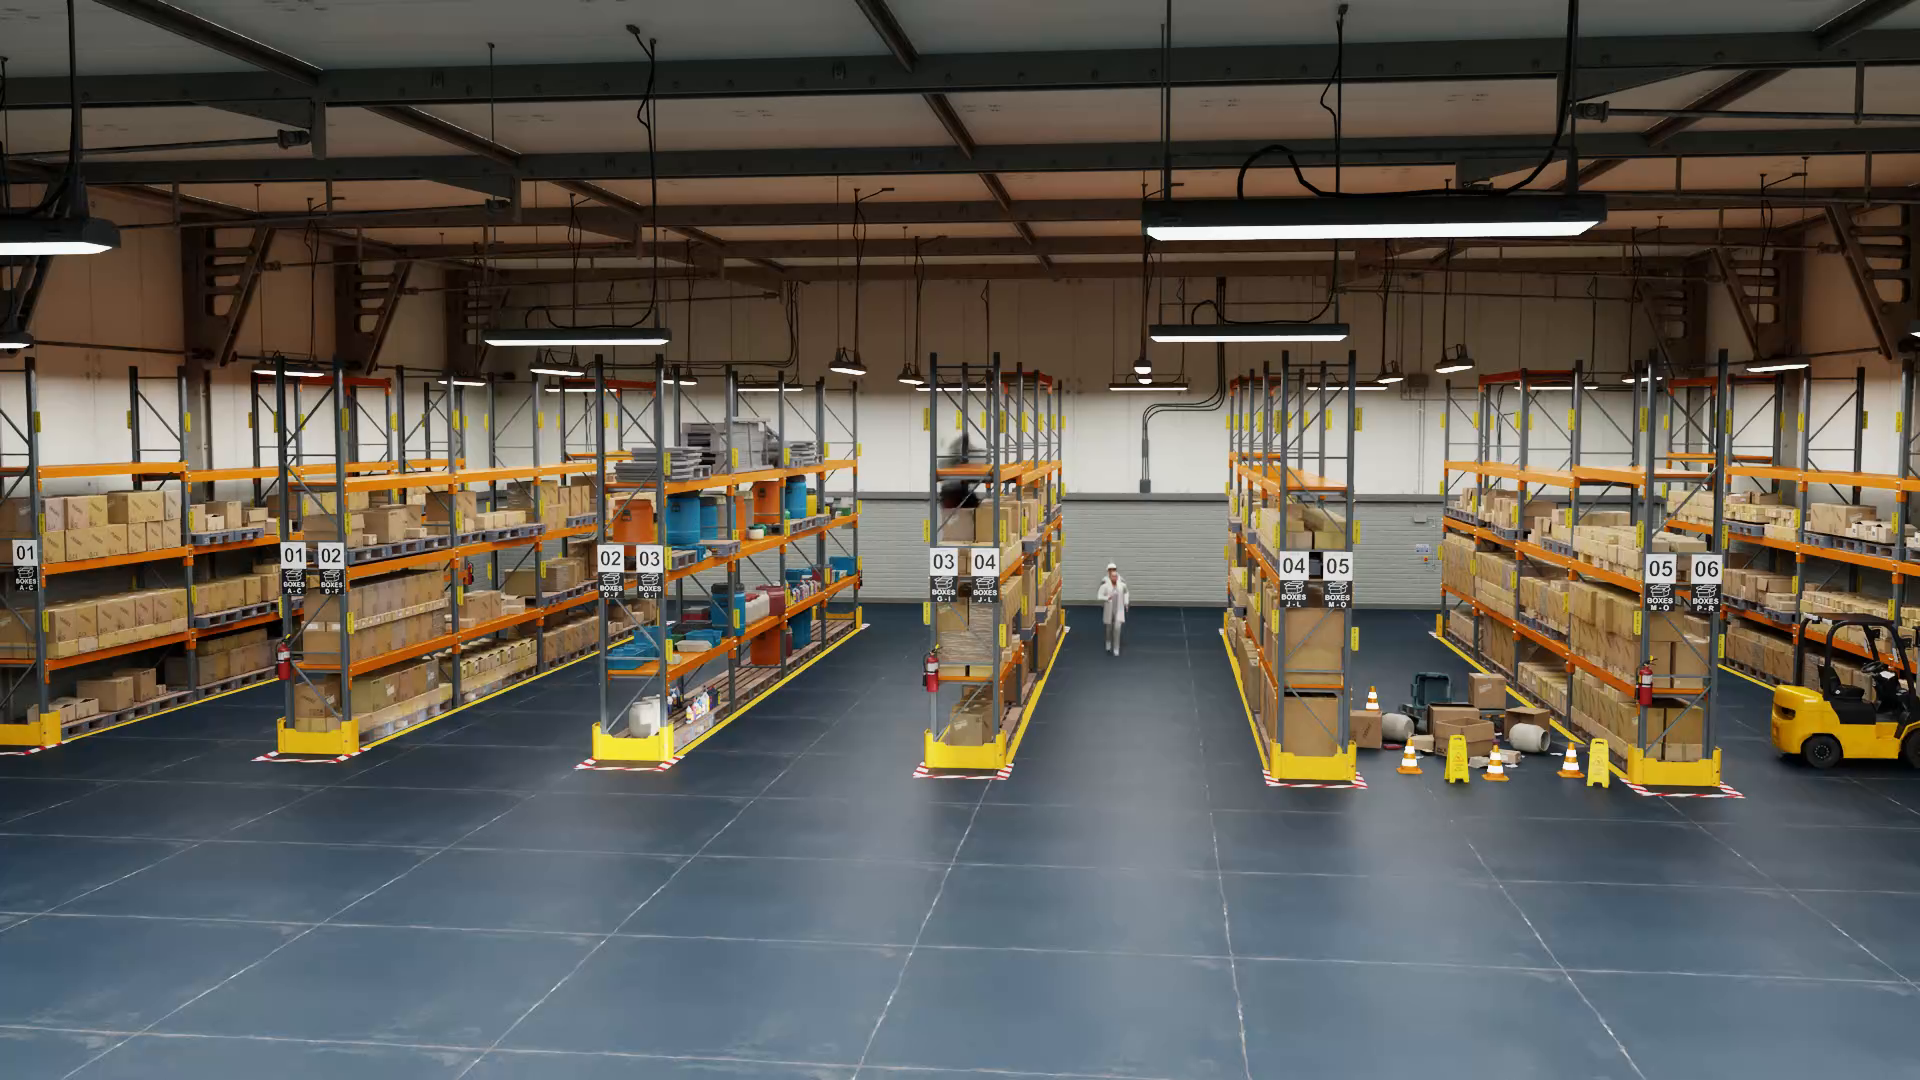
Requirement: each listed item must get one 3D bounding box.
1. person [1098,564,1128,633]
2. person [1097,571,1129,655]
[{"bbox_3d":[3.527,1.418,38.560,0.635,1.753,0.744,0,4,1],"label":"person"},{"bbox_3d":[3.300,1.548,35.821,0.700,1.764,1.060,0,4,-1],"label":"person"}]
